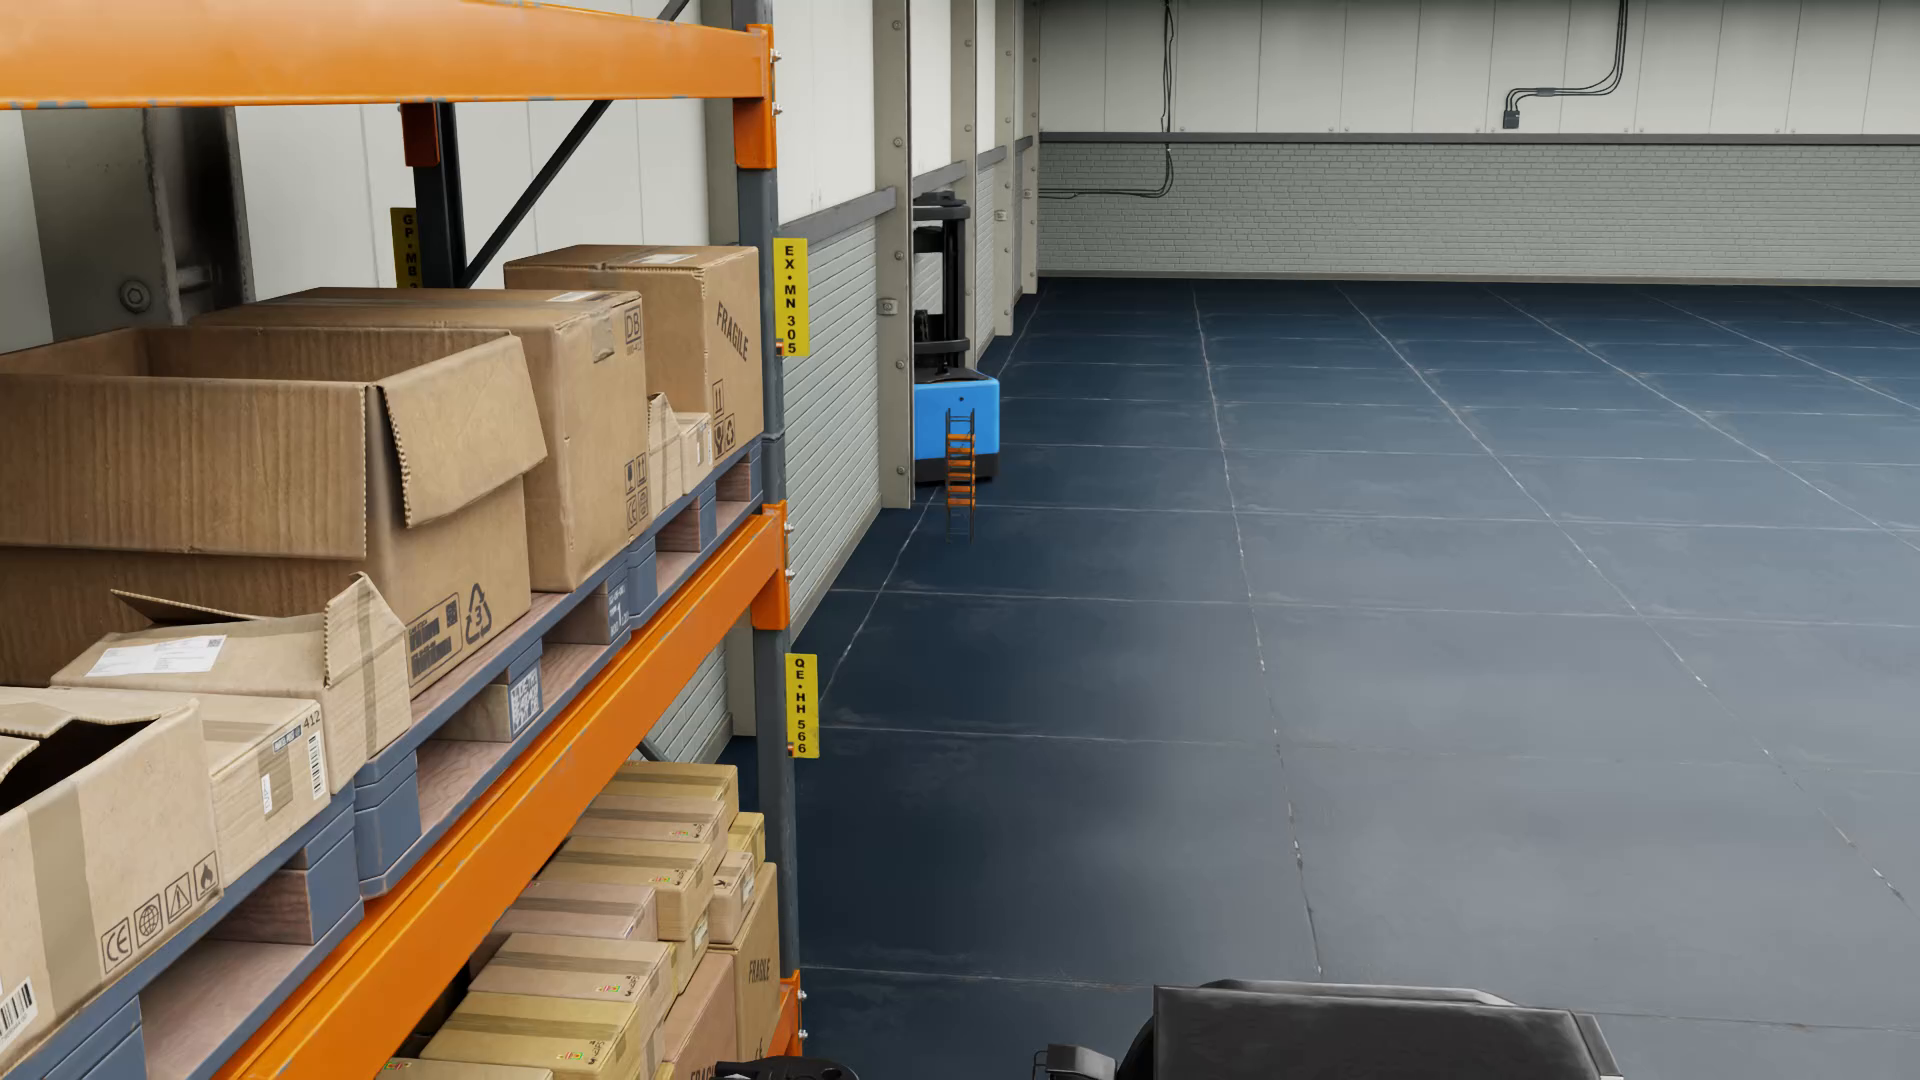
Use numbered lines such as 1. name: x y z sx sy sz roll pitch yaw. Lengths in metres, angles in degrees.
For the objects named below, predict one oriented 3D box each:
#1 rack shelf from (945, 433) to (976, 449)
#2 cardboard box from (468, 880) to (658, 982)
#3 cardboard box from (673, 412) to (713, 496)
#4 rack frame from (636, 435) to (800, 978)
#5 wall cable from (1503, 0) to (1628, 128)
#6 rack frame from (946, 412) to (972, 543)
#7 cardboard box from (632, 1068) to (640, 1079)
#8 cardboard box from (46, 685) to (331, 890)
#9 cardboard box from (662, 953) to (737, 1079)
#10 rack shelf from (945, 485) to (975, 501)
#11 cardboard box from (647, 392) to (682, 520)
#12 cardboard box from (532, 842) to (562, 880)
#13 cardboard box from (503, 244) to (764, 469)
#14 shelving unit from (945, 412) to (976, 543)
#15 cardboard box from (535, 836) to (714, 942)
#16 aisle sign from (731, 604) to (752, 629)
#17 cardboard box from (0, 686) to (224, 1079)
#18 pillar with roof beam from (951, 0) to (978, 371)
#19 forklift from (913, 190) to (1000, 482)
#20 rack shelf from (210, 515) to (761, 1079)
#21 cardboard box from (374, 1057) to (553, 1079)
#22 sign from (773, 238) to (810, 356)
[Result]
1. rack shelf: 0.002 -0.888 14.937 0.258 0.103 0.180 2 15 6
2. cardboard box: -0.940 0.936 3.951 0.380 0.149 0.250 2 15 7
3. cardboard box: -0.799 -0.208 3.924 0.380 0.149 0.250 1 15 5
4. rack frame: -1.008 1.146 5.178 1.000 3.000 0.127 2 15 6
5. wall cable: 12.481 -11.460 33.789 2.305 6.003 0.169 2 15 6
6. rack frame: -0.009 -0.559 14.932 0.240 1.200 0.006 2 15 6
7. cardboard box: -0.889 1.216 3.484 0.380 0.149 0.250 2 15 7
8. cardboard box: -1.020 0.299 2.049 0.380 0.149 0.250 2 15 8
9. cardboard box: -0.870 1.367 4.168 0.500 0.500 0.500 2 15 8
10. rack shelf: 0.002 -0.424 15.062 0.258 0.103 0.180 2 15 6
11. cardboard box: -0.828 -0.199 3.665 0.396 0.266 0.258 2 15 6
12. cardboard box: -1.268 0.931 4.540 0.380 0.149 0.250 2 15 6
13. cardboard box: -0.815 -0.479 4.255 0.500 0.500 0.500 2 15 8
14. shelving unit: 1.505 2.026 4.223 5.752 1.800 21.905 2 15 6
15. cardboard box: -0.838 0.873 4.181 0.380 0.149 0.250 2 15 8
16. aisle sign: -0.708 -0.118 4.870 0.394 0.787 0.004 2 15 6
17. cardboard box: -1.123 0.319 1.665 0.500 0.311 0.500 2 15 7
18. pillar with roof beam: 4.327 -6.138 20.621 9.100 9.000 0.400 2 15 6
19. forklift: 11.866 2.329 0.935 11.283 2.935 45.458 -6 16 -21
20. rack shelf: -1.233 0.435 2.927 0.919 0.052 3.809 2 15 6
21. cardboard box: -1.006 1.138 3.203 0.380 0.149 0.250 2 15 7
22. sign: -0.470 -0.672 4.609 0.100 0.325 0.005 2 15 6
